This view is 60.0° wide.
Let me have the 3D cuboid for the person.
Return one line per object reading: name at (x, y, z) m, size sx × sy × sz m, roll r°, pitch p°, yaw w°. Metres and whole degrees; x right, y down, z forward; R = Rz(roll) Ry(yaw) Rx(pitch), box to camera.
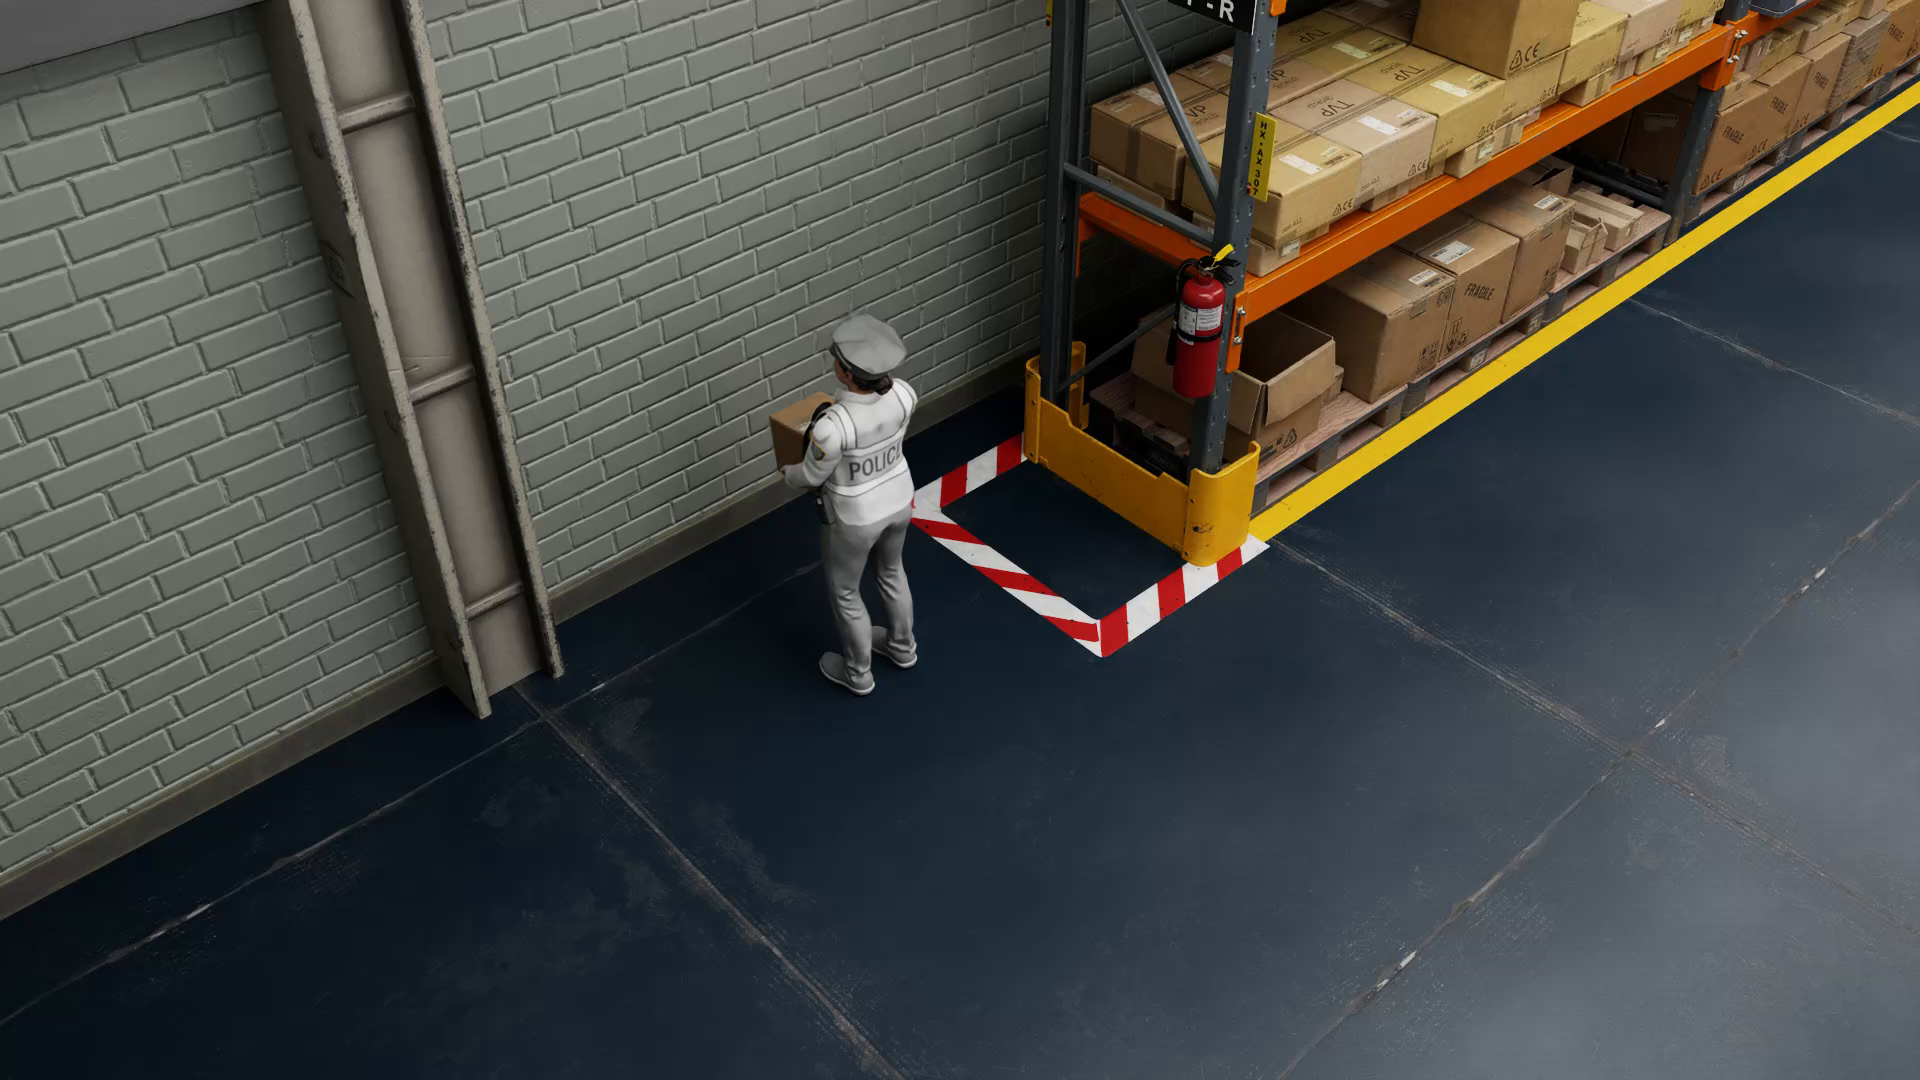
person at (-0.409, -0.156, 6.326) m, size 0.460 × 1.690 × 0.536 m, roll -30°, pitch 48°, yaw -31°
